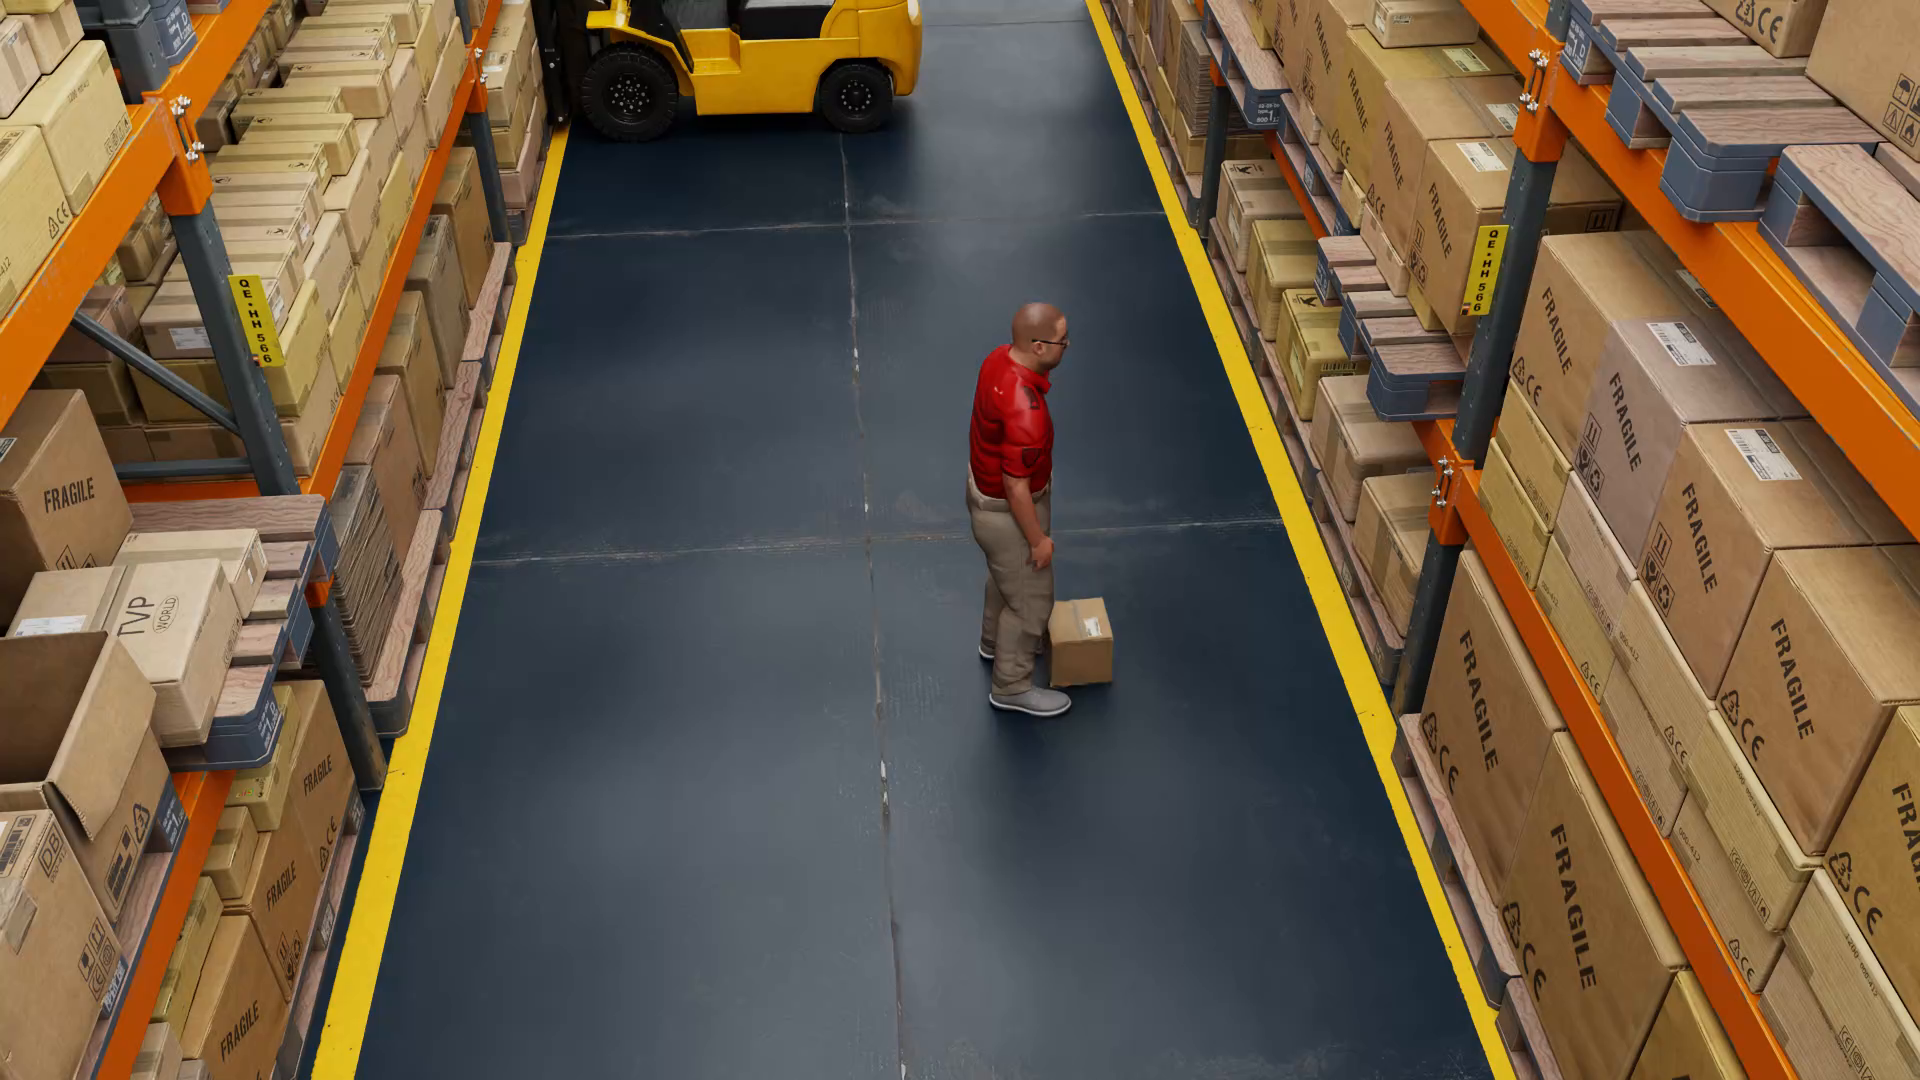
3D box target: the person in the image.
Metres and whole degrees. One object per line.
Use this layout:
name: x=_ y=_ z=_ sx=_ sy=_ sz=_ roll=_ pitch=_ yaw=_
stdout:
person: x=0.225 y=-0.130 z=6.326 sx=0.390 sy=1.727 sz=0.578 roll=-4 pitch=39 yaw=-5
